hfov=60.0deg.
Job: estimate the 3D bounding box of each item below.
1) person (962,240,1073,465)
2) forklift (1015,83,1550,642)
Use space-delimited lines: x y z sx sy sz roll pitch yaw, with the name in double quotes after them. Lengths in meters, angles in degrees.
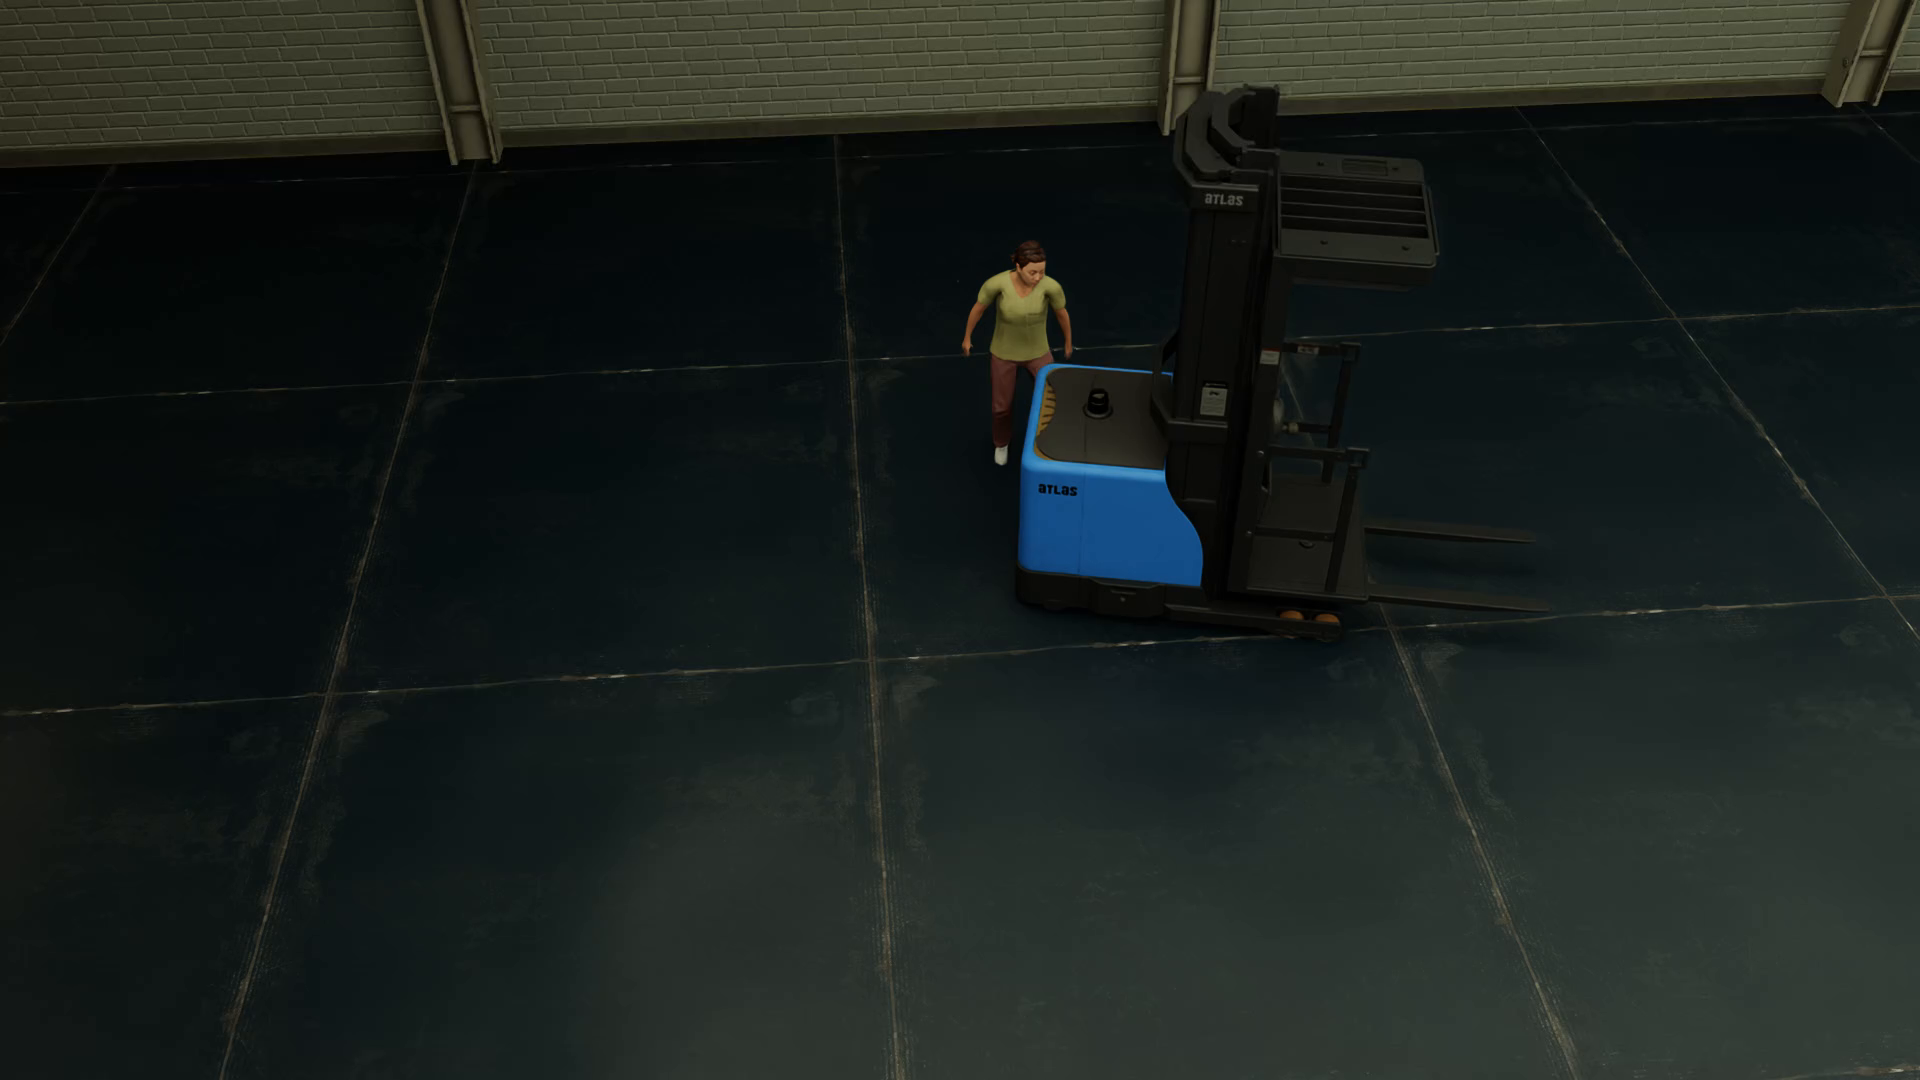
0.410 -1.168 10.310 0.801 1.645 0.391 0 41 0 "person"
1.880 -0.901 8.991 3.031 2.935 1.130 5 41 6 "forklift"
